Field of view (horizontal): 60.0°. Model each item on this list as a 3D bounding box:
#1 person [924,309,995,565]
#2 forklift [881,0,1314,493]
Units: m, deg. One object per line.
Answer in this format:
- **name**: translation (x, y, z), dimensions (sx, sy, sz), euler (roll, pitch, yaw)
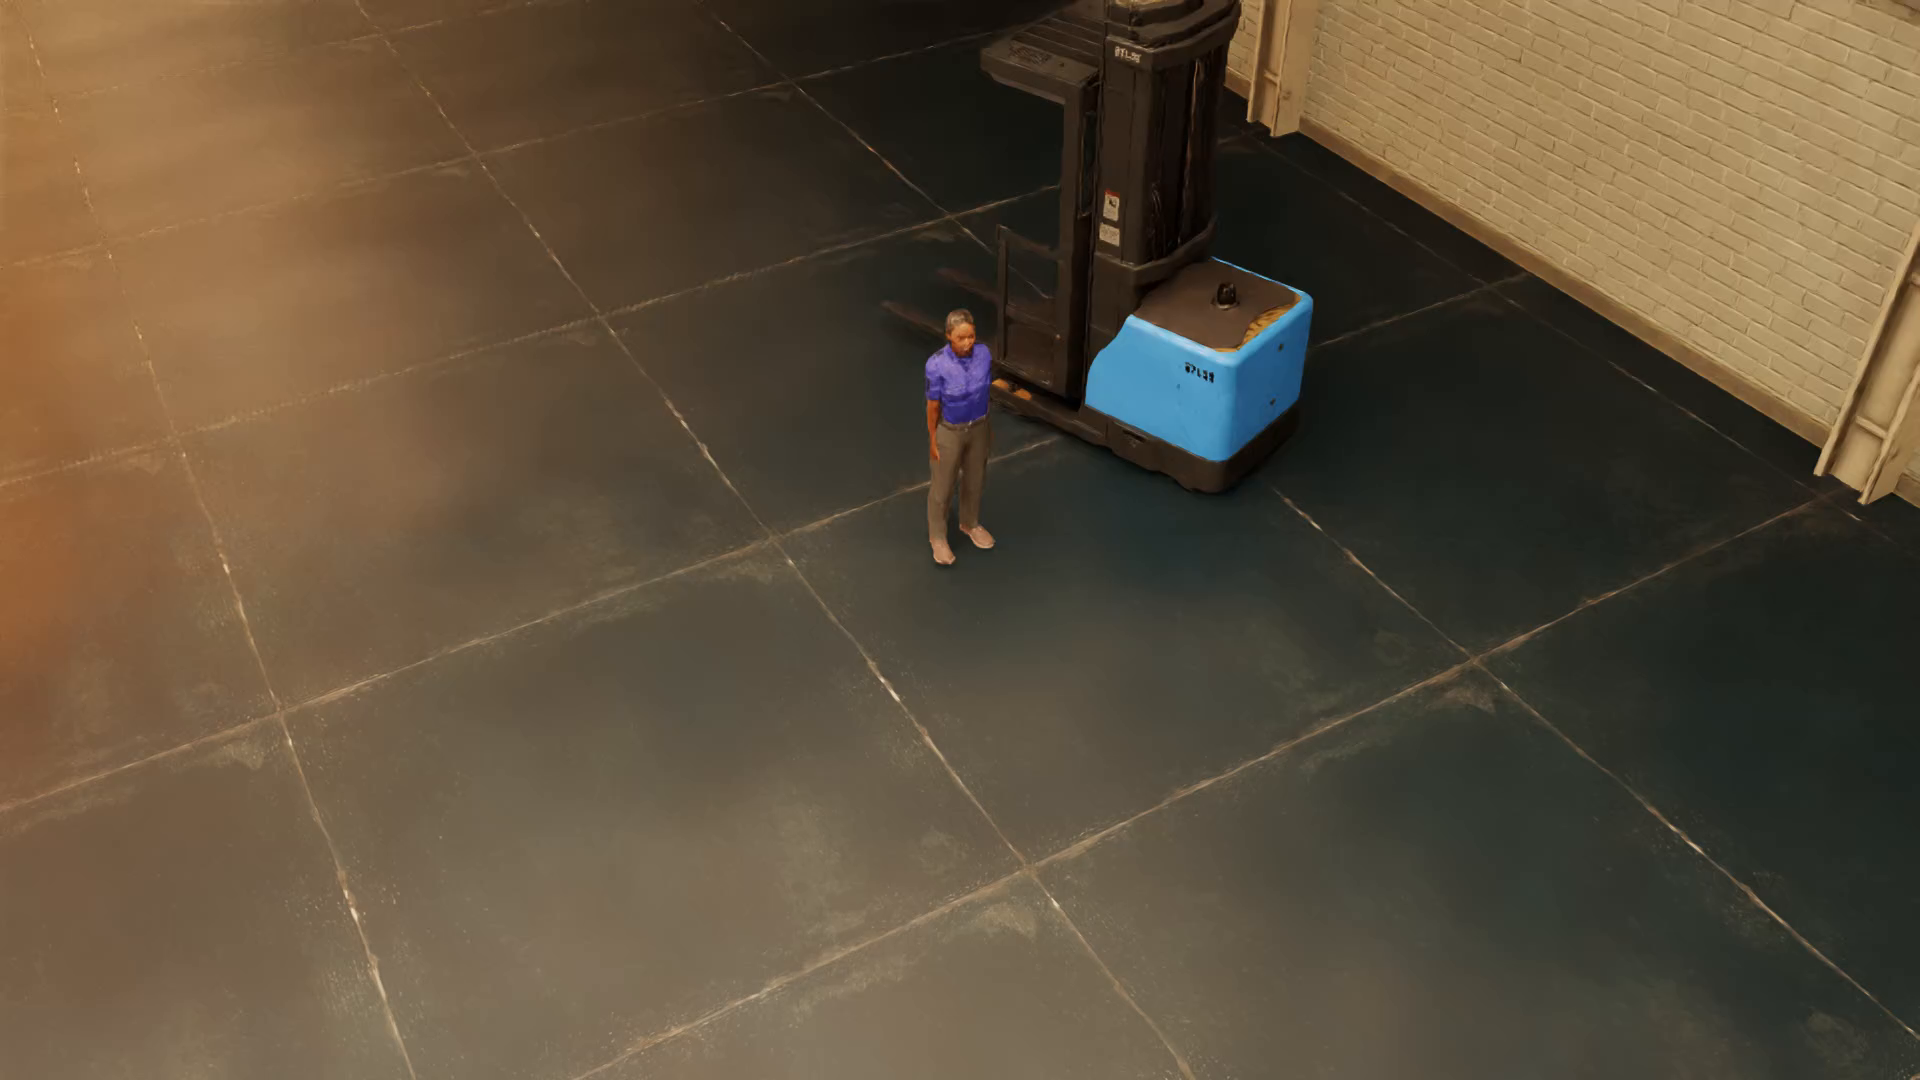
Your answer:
- **person**: translation (0.006, -0.622, 9.785), dimensions (0.446, 1.662, 0.320), euler (-20, 44, -23)
- **forklift**: translation (0.802, -2.219, 10.711), dimensions (3.031, 2.935, 1.130), euler (28, 47, 30)
